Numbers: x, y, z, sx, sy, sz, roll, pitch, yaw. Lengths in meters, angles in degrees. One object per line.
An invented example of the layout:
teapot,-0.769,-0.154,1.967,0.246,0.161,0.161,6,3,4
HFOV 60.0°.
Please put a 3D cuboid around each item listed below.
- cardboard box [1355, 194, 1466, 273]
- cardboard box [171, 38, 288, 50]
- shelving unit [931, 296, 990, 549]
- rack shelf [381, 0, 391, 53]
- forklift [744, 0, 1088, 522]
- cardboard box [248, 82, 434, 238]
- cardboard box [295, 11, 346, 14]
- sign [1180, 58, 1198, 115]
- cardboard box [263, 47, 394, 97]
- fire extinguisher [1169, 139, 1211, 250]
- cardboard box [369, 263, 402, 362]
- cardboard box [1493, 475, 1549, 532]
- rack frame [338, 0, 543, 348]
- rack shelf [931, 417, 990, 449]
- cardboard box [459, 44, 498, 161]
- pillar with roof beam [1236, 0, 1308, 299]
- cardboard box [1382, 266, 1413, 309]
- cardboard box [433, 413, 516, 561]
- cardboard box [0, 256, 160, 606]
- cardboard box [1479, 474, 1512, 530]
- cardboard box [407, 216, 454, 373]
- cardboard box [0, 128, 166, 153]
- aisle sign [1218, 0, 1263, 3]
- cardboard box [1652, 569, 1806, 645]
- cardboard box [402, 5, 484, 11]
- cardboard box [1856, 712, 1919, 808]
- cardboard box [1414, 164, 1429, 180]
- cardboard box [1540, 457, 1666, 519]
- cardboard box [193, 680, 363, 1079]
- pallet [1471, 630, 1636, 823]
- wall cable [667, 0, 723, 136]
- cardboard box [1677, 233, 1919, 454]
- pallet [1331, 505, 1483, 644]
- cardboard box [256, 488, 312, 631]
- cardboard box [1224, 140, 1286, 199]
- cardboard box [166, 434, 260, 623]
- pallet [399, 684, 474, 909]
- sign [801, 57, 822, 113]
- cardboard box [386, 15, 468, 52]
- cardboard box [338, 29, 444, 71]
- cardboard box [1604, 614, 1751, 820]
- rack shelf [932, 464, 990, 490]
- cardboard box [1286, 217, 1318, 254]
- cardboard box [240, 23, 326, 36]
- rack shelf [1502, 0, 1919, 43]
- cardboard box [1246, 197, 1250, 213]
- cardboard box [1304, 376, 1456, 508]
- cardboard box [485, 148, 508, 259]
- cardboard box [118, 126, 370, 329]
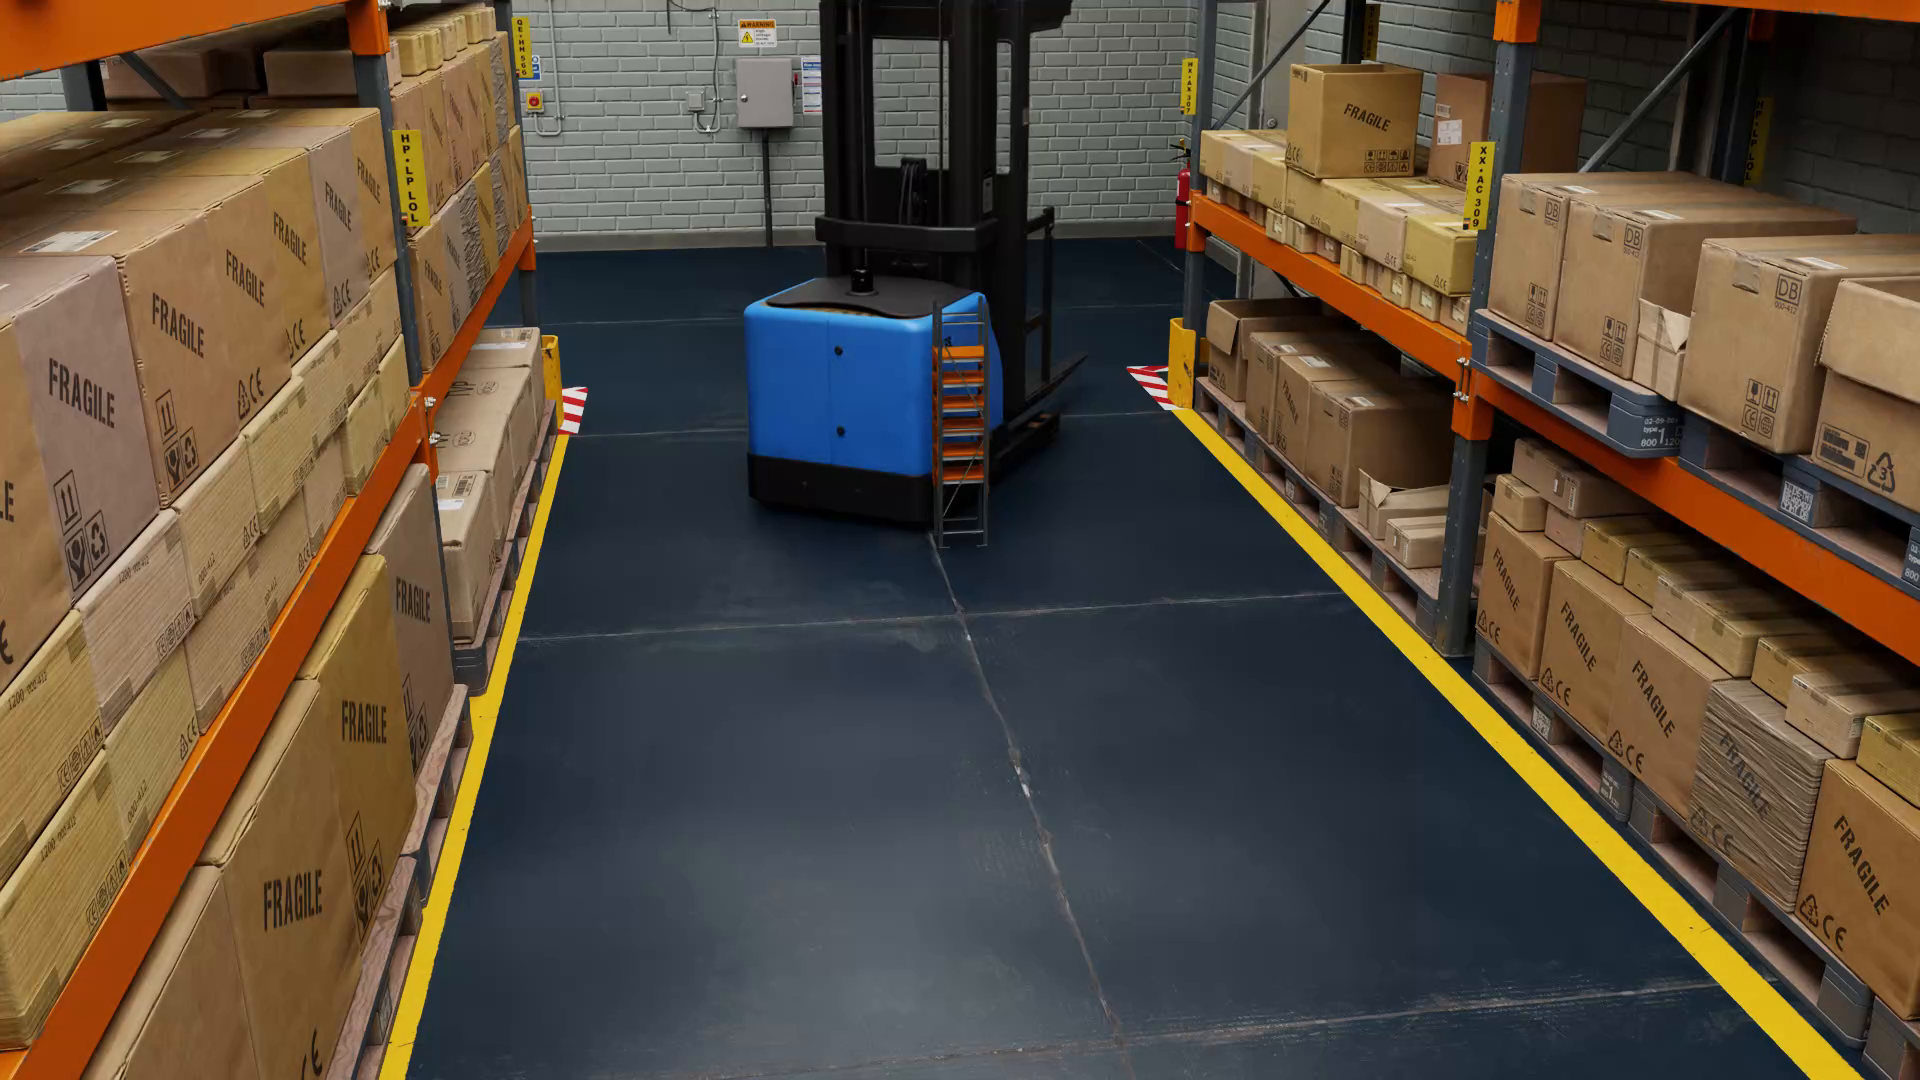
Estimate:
cardboard box,2.088,-1.361,7.362,0.500,0.250,0.500,-3,21,-8
cardboard box,-2.737,-1.797,6.241,0.380,0.149,0.250,-3,21,-8
shelving unit,0.002,-0.557,7.993,0.258,1.200,0.189,-3,21,-8
rack shelf,-2.710,-2.464,7.268,1.077,0.370,4.000,-3,21,-8
forklift,-0.059,-1.941,9.225,1.130,2.935,3.031,8,22,21
cardboard box,-2.250,-1.396,6.094,0.500,0.500,0.500,-3,21,-7
cardboard box,-3.133,-2.498,8.117,0.380,0.149,0.250,-4,21,-10
sign,1.376,-2.718,9.970,0.100,0.325,0.005,-3,21,-8
cardboard box,-2.210,-1.645,5.835,0.380,0.149,0.250,-3,21,-9
fire extinguisher,1.435,-2.157,10.347,0.296,0.674,0.183,-3,21,-8
cardboard box,-2.117,-0.727,5.376,0.500,0.250,0.500,-3,21,-8
cardboard box,2.278,-0.147,6.368,0.380,0.149,0.250,-2,21,-5
rack frame,-2.998,-2.088,9.521,1.000,3.000,0.127,-3,21,-8
rack shelf,0.002,-0.515,8.008,0.258,0.103,0.180,-3,21,-8
cardboard box,-2.520,-2.098,7.974,0.500,0.500,0.500,-3,21,-8
pillar with roof beam,-1.843,-5.912,11.185,9.100,9.000,0.400,-3,21,-8
cardboard box,2.074,-1.113,7.268,0.380,0.149,0.250,-2,21,-6
cardboard box,-2.535,-0.233,7.614,0.875,0.438,0.875,-4,21,-9
cardboard box,-1.755,-0.188,2.861,0.500,0.500,0.500,-3,21,-8
cardboard box,2.629,-0.133,7.528,0.500,0.311,0.500,-2,21,-6
cardboard box,-2.230,-0.926,6.266,0.500,0.500,0.500,-2,21,-6
cardboard box,-2.542,-0.877,4.706,0.500,0.500,0.500,-3,21,-8
aisle sign,1.613,-3.567,9.763,0.394,0.787,0.004,-3,21,-8
cardboard box,2.495,0.216,5.397,0.380,0.149,0.250,-3,21,-8
cardboard box,-2.688,-2.707,8.677,0.380,0.149,0.250,-3,21,-7
cardboard box,2.651,0.576,4.433,0.380,0.149,0.250,-3,21,-9
cardboard box,2.457,-1.732,8.356,0.500,0.250,0.500,-3,21,-8
cardboard box,2.363,-0.199,6.082,0.380,0.149,0.250,-4,21,-10
cardboard box,-1.986,0.928,3.882,0.875,0.875,0.875,-3,21,-7
pallet,2.645,0.631,6.226,1.003,0.211,1.213,-3,21,-8
wall cable,-2.432,-4.591,14.769,0.588,1.984,0.122,-3,21,-8
cardboard box,2.526,-0.569,4.709,0.700,0.500,0.500,-3,21,-8
pallet,2.392,0.113,7.611,1.003,0.211,1.213,-3,21,-8
cardboard box,-1.902,0.040,4.036,0.500,0.250,0.500,-3,21,-8
cardboard box,1.785,-2.064,9.244,0.500,0.250,0.500,-3,21,-7
cardboard box,-1.806,-0.023,3.490,0.500,0.250,0.500,-3,21,-8
pallet,-2.235,0.866,5.596,1.003,0.211,1.213,-3,21,-8
sign,-1.275,-4.147,15.169,0.329,0.494,0.001,-3,21,-8
cardboard box,-2.510,-2.354,7.734,0.380,0.149,0.250,-2,21,-6
cardboard box,-2.326,-2.002,6.790,0.380,0.149,0.250,-4,21,-9
cardboard box,2.491,0.555,5.416,0.500,0.500,0.500,-4,21,-9
rack shelf,0.002,-0.291,8.092,0.258,0.103,0.180,-3,21,-8
cardboard box,1.884,-1.556,8.454,0.380,0.149,0.250,-2,21,-7
cardboard box,-2.953,-2.143,7.169,0.380,0.149,0.250,-3,21,-8
rack shelf,2.778,-1.331,4.234,1.077,0.370,4.000,-3,21,-8
cardboard box,1.844,-1.920,9.428,0.380,0.149,0.250,-3,21,-8
cardboard box,2.142,-0.492,8.219,0.700,0.500,0.500,-4,21,-10
cardboard box,-2.525,-1.630,8.149,0.500,0.500,0.500,-2,21,-6
cardboard box,-2.027,-0.898,4.761,0.500,0.500,0.500,-3,21,-7
